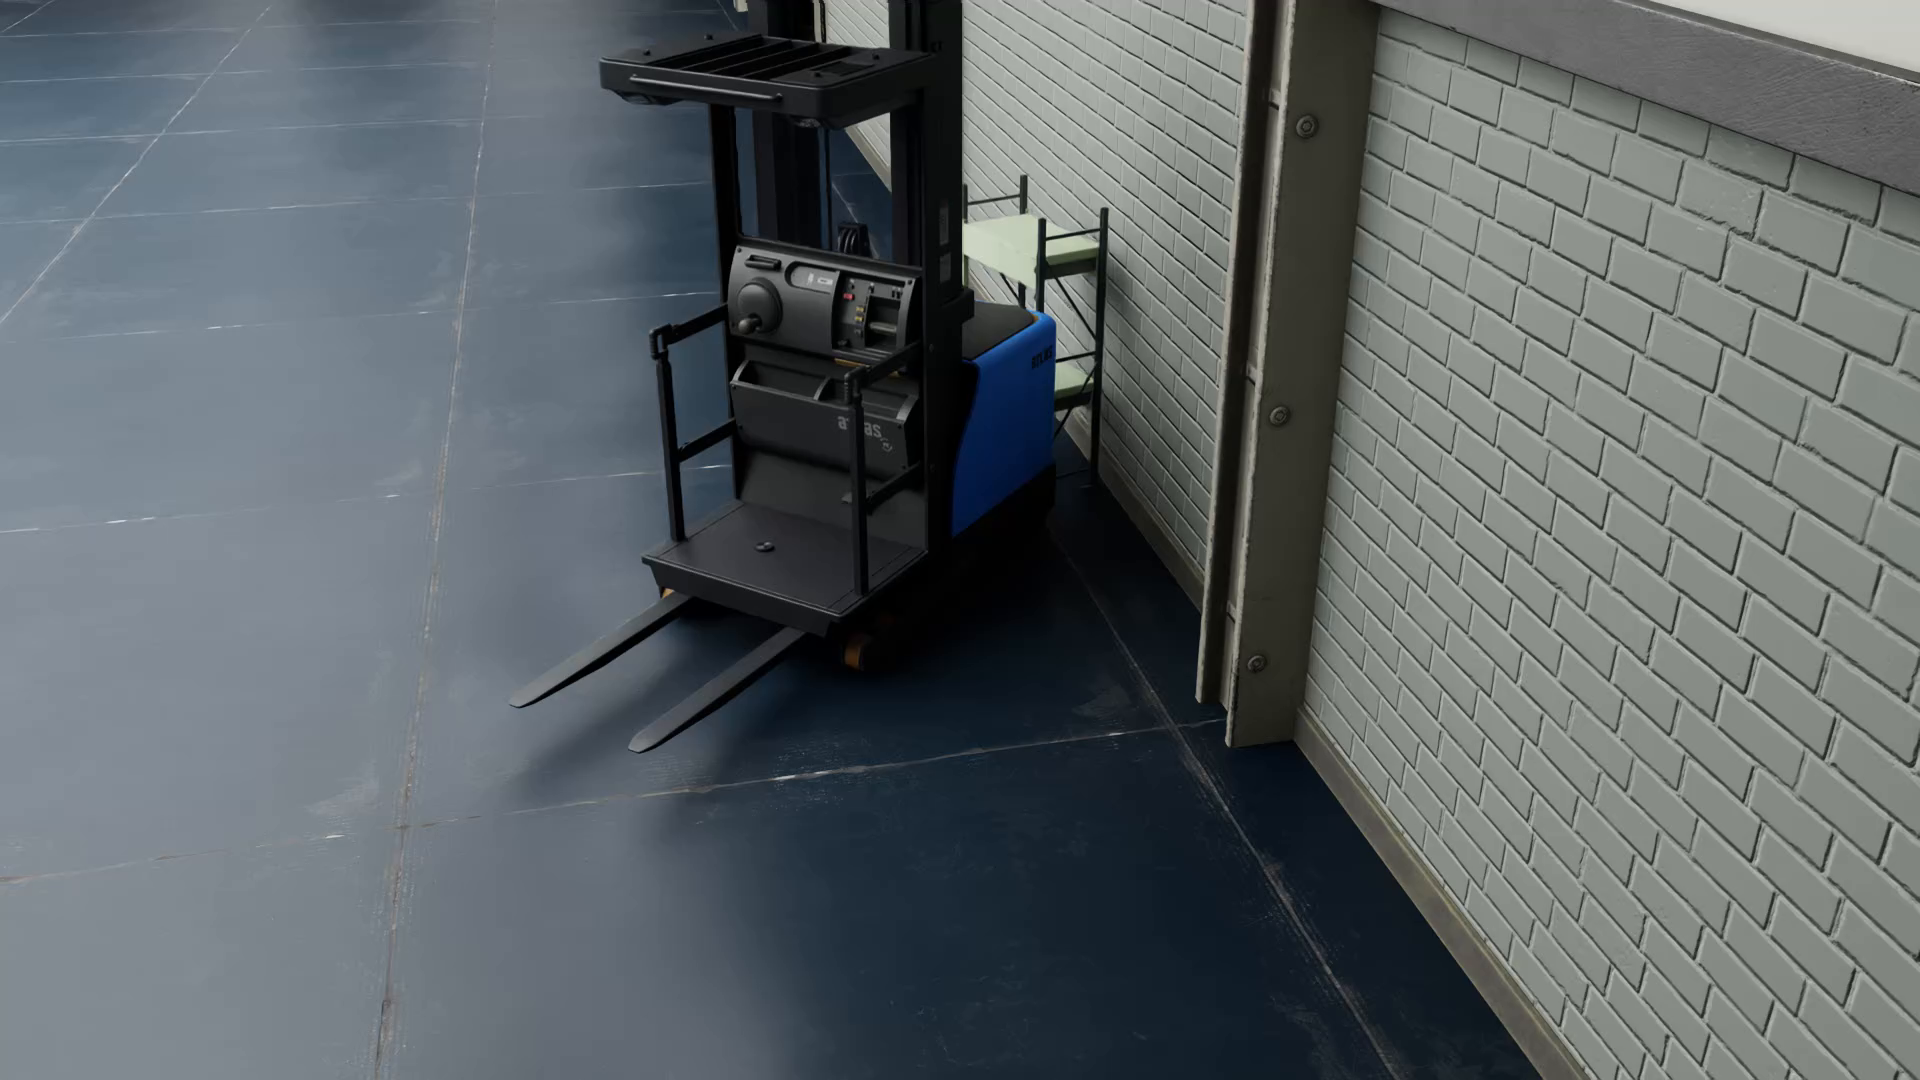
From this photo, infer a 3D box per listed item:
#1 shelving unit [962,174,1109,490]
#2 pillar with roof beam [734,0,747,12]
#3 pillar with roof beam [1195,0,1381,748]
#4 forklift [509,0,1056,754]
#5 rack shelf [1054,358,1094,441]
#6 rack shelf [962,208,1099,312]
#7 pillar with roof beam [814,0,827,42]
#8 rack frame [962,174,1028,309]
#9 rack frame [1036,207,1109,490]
[{"bbox_3d":[0.364,-1.056,8.677,0.431,1.500,0.755,-15,30,-27],"label":"shelving unit"},{"bbox_3d":[-7.073,-10.758,19.577,9.100,9.000,0.400,-6,27,-12],"label":"pillar with roof beam"},{"bbox_3d":[-3.017,-2.856,3.921,9.100,9.000,0.400,-6,27,-12],"label":"pillar with roof beam"},{"bbox_3d":[-0.704,-0.981,6.940,1.130,2.935,3.031,15,30,27],"label":"forklift"},{"bbox_3d":[0.364,-0.765,8.824,0.431,0.370,0.720,-15,30,-27],"label":"rack shelf"},{"bbox_3d":[0.364,-1.404,8.502,0.431,0.370,0.720,-15,30,-27],"label":"rack shelf"},{"bbox_3d":[-5.721,-8.124,14.358,9.100,9.000,0.400,-6,27,-12],"label":"pillar with roof beam"},{"bbox_3d":[0.178,-1.198,8.958,0.400,1.500,0.023,-15,30,-27],"label":"rack frame"},{"bbox_3d":[0.551,-0.914,8.396,0.400,1.500,0.023,-15,30,-27],"label":"rack frame"}]
